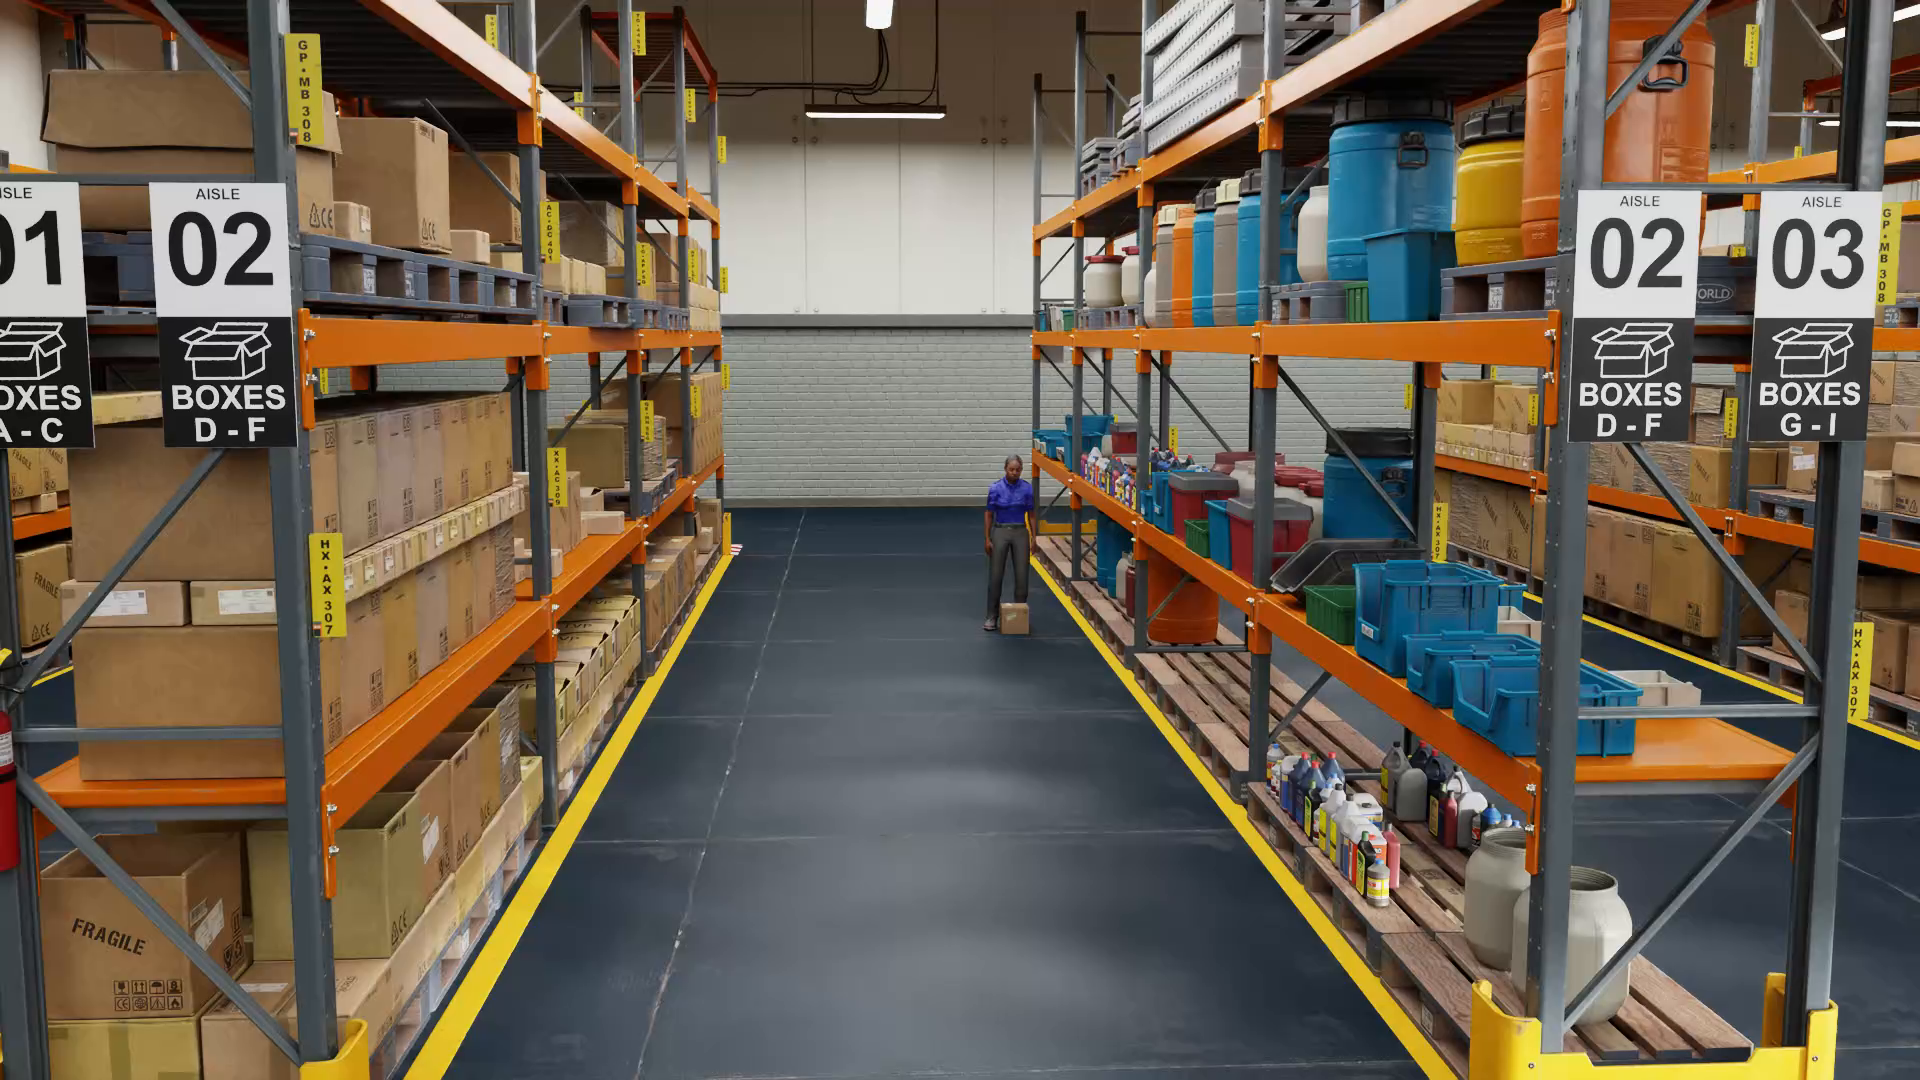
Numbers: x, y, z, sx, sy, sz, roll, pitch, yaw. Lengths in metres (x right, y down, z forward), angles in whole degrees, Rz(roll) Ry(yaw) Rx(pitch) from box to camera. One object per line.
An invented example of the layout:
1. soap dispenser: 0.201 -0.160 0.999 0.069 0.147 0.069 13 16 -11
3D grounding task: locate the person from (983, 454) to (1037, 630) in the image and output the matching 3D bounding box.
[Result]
1. person: 0.460 0.011 15.682 0.500 1.654 0.353 -1 7 -5
